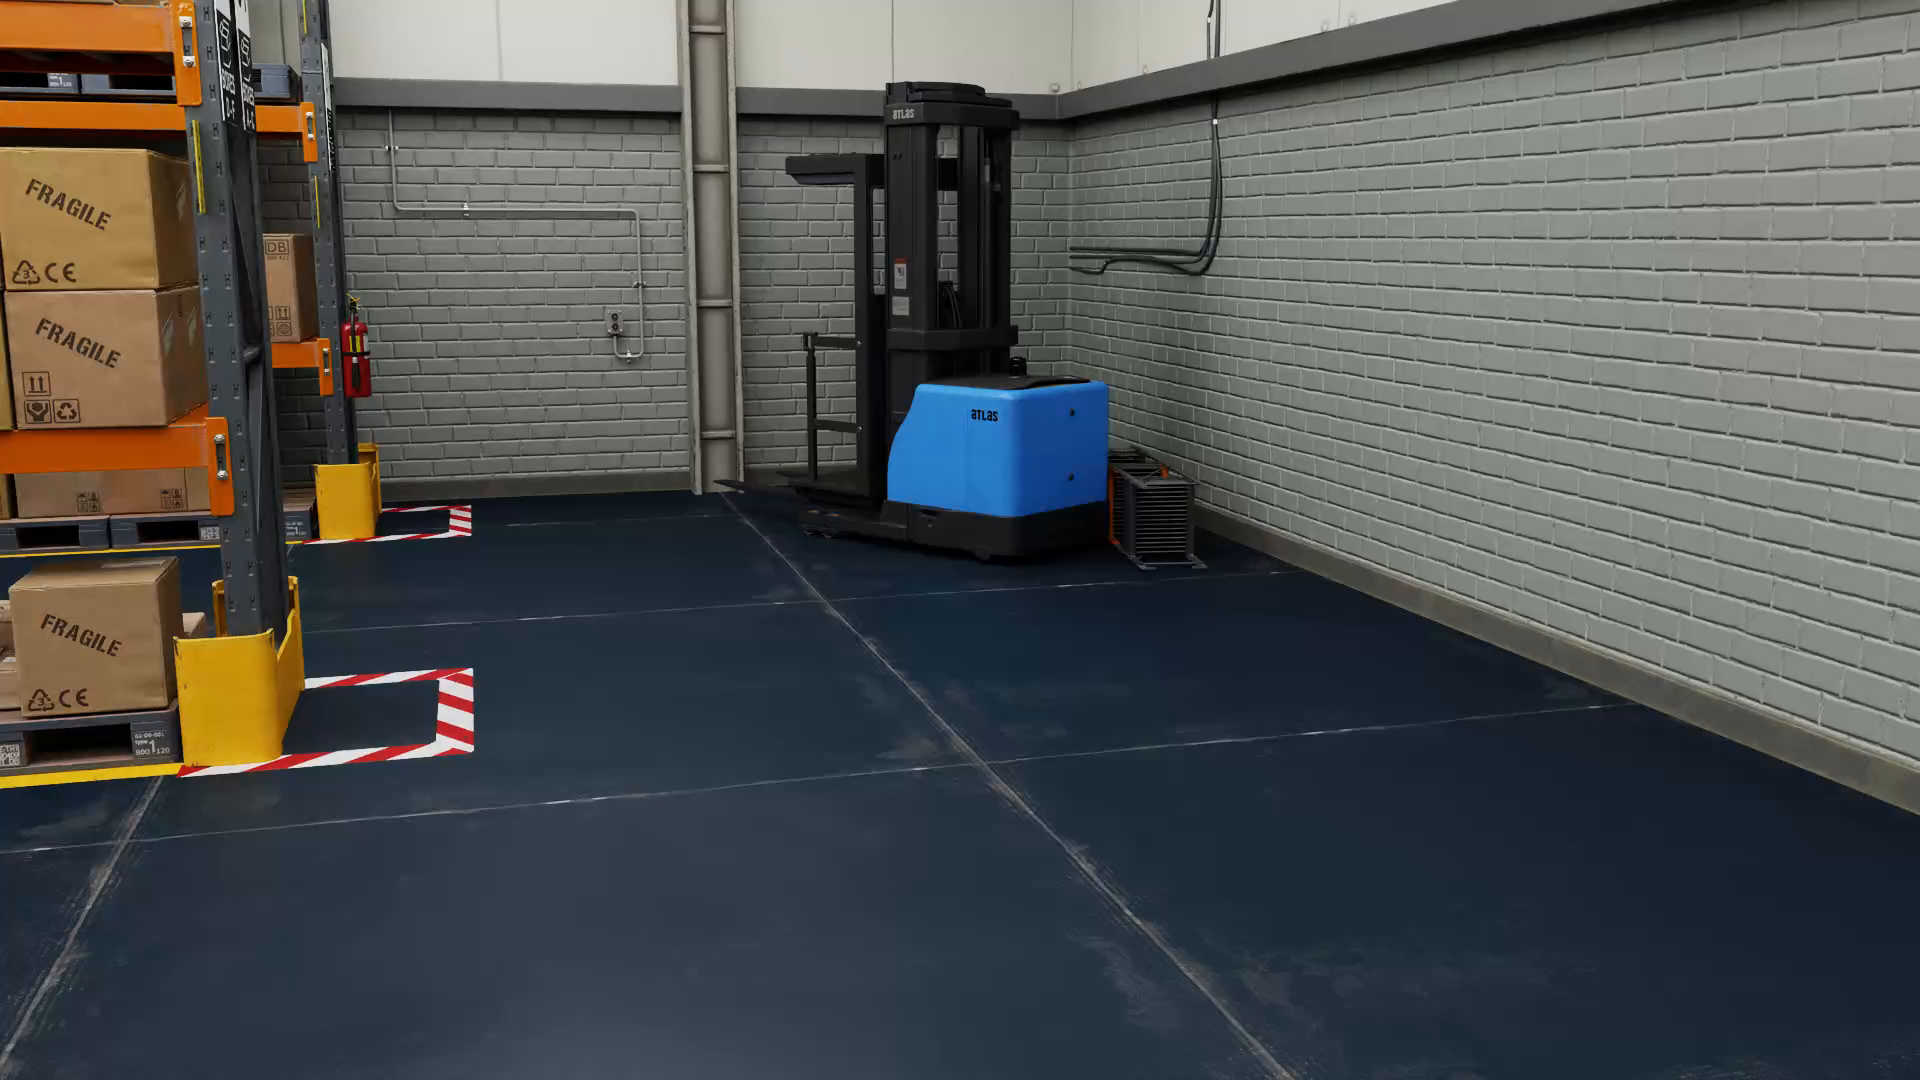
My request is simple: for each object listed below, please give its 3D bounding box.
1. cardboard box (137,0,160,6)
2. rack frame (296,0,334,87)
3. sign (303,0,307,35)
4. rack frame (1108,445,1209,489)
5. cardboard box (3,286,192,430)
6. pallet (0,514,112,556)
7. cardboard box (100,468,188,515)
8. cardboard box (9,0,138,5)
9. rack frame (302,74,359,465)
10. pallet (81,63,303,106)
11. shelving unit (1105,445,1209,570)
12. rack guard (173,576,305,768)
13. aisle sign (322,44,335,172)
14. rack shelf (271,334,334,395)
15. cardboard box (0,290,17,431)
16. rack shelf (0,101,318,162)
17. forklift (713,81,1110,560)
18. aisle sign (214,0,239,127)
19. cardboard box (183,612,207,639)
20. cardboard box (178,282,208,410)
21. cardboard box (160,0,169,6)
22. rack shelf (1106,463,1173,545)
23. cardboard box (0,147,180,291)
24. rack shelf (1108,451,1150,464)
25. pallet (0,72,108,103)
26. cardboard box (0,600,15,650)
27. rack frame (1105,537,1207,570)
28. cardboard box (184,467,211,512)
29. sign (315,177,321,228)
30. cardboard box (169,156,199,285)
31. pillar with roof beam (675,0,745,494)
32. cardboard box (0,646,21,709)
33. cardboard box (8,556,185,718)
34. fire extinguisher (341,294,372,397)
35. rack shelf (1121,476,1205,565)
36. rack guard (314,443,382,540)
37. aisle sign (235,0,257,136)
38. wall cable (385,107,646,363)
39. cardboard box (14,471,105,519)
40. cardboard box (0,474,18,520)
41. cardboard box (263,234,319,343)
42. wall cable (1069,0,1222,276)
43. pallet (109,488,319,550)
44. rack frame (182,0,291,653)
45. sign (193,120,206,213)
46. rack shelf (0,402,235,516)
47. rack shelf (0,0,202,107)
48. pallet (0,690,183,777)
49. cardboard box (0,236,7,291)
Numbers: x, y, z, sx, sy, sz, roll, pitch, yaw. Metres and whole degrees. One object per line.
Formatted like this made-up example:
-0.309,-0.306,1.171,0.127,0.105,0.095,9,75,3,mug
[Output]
-3.447,-2.139,6.508,0.500,0.250,0.500,-3,11,-16,cardboard box
-4.271,-4.530,10.800,0.127,3.000,1.000,-3,11,-16,rack frame
-4.132,-3.357,10.482,0.005,0.325,0.100,-3,11,-16,sign
1.173,-0.493,10.932,0.400,0.015,2.100,-1,10,-6,rack frame
-3.236,-0.698,6.277,0.500,0.500,0.500,-3,11,-14,cardboard box
-6.186,-0.093,10.970,1.213,0.211,1.003,-3,11,-16,pallet
-5.395,-0.479,11.107,0.500,0.500,0.700,-3,11,-16,cardboard box
-3.302,-2.049,6.019,0.500,0.250,0.500,-3,11,-16,cardboard box
-4.271,-1.580,11.343,0.127,3.000,1.000,-3,11,-16,rack frame
-4.980,-2.972,10.866,1.213,0.211,1.003,-3,11,-16,pallet
1.173,-0.252,10.974,0.431,0.503,2.100,-1,10,-6,shelving unit
-2.955,0.514,6.872,0.348,0.500,1.175,-3,11,-16,rack guard
-4.118,-2.810,10.844,0.004,0.787,0.394,-3,11,-16,aisle sign
-6.191,-1.125,10.859,4.000,0.370,1.077,-3,11,-16,rack shelf
-3.733,-0.671,6.132,0.500,0.500,0.500,-3,11,-15,cardboard box
-6.191,-2.600,10.587,4.000,0.370,1.077,-3,11,-16,rack shelf
-0.463,-1.517,11.191,3.031,2.935,1.130,9,14,41,forklift
-2.731,-1.948,6.161,0.004,0.787,0.394,-3,11,-16,aisle sign
-3.381,0.428,7.094,0.250,0.149,0.380,-3,11,-16,cardboard box
-3.382,-0.791,6.785,0.500,0.500,0.500,-3,11,-15,cardboard box
-4.897,-3.521,10.511,0.500,0.500,0.500,-3,11,-16,cardboard box
1.175,-0.250,10.960,0.431,0.480,0.518,-1,10,-6,rack shelf
-3.233,-1.189,6.185,0.500,0.500,0.500,-3,11,-16,cardboard box
1.098,-0.370,11.646,0.431,0.480,0.518,-1,10,-6,rack shelf
-6.153,-2.910,10.527,1.213,0.211,1.003,-3,11,-16,pallet
-3.964,0.421,6.857,0.500,0.250,0.500,-3,11,-16,cardboard box
1.173,-0.012,11.016,0.400,0.015,2.100,-1,10,-6,rack frame
-4.915,-0.504,11.245,0.500,0.500,0.700,-3,11,-16,cardboard box
-4.132,-2.171,10.701,0.005,0.325,0.100,-3,11,-16,sign
-3.382,-1.283,6.694,0.500,0.500,0.500,-3,11,-14,cardboard box
-0.717,-4.069,8.294,0.400,9.000,9.100,-3,11,-16,pillar with roof beam
-3.750,0.533,6.475,0.250,0.166,0.380,-3,11,-16,cardboard box
-3.336,0.364,6.471,0.500,0.500,0.500,-3,11,-16,cardboard box
-3.997,-1.286,10.990,0.183,0.674,0.296,-3,11,-16,fire extinguisher
1.251,-0.130,10.275,0.431,0.480,0.518,-1,10,-6,rack shelf
-4.248,-0.352,11.576,0.348,0.500,1.175,-3,11,-16,rack guard
-2.899,-2.052,6.727,0.004,0.787,0.394,-3,11,-16,aisle sign
-3.306,-2.309,12.497,1.851,1.984,0.084,-3,11,-16,wall cable
-5.878,-0.453,10.968,0.500,0.500,0.700,-3,11,-18,cardboard box
-6.388,-0.425,10.815,0.500,0.500,0.700,-3,11,-15,cardboard box
-4.757,-1.700,11.166,0.700,0.700,0.980,-3,11,-13,cardboard box
1.260,-3.227,12.299,0.112,2.526,3.097,-3,11,-16,wall cable
-5.016,-0.154,11.302,1.213,0.211,1.003,-3,11,-16,pallet
-2.882,-0.719,6.667,0.127,3.000,1.000,-3,11,-16,rack frame
-2.747,-1.346,6.004,0.005,0.325,0.100,-3,11,-16,sign
-4.803,-0.264,6.182,4.000,0.370,1.077,-3,11,-16,rack shelf
-4.803,-1.739,5.910,4.000,0.370,1.077,-3,11,-16,rack shelf
-3.721,0.697,6.678,1.213,0.211,1.003,-3,11,-16,pallet
-3.718,-1.164,6.045,0.500,0.500,0.500,-3,11,-14,cardboard box
